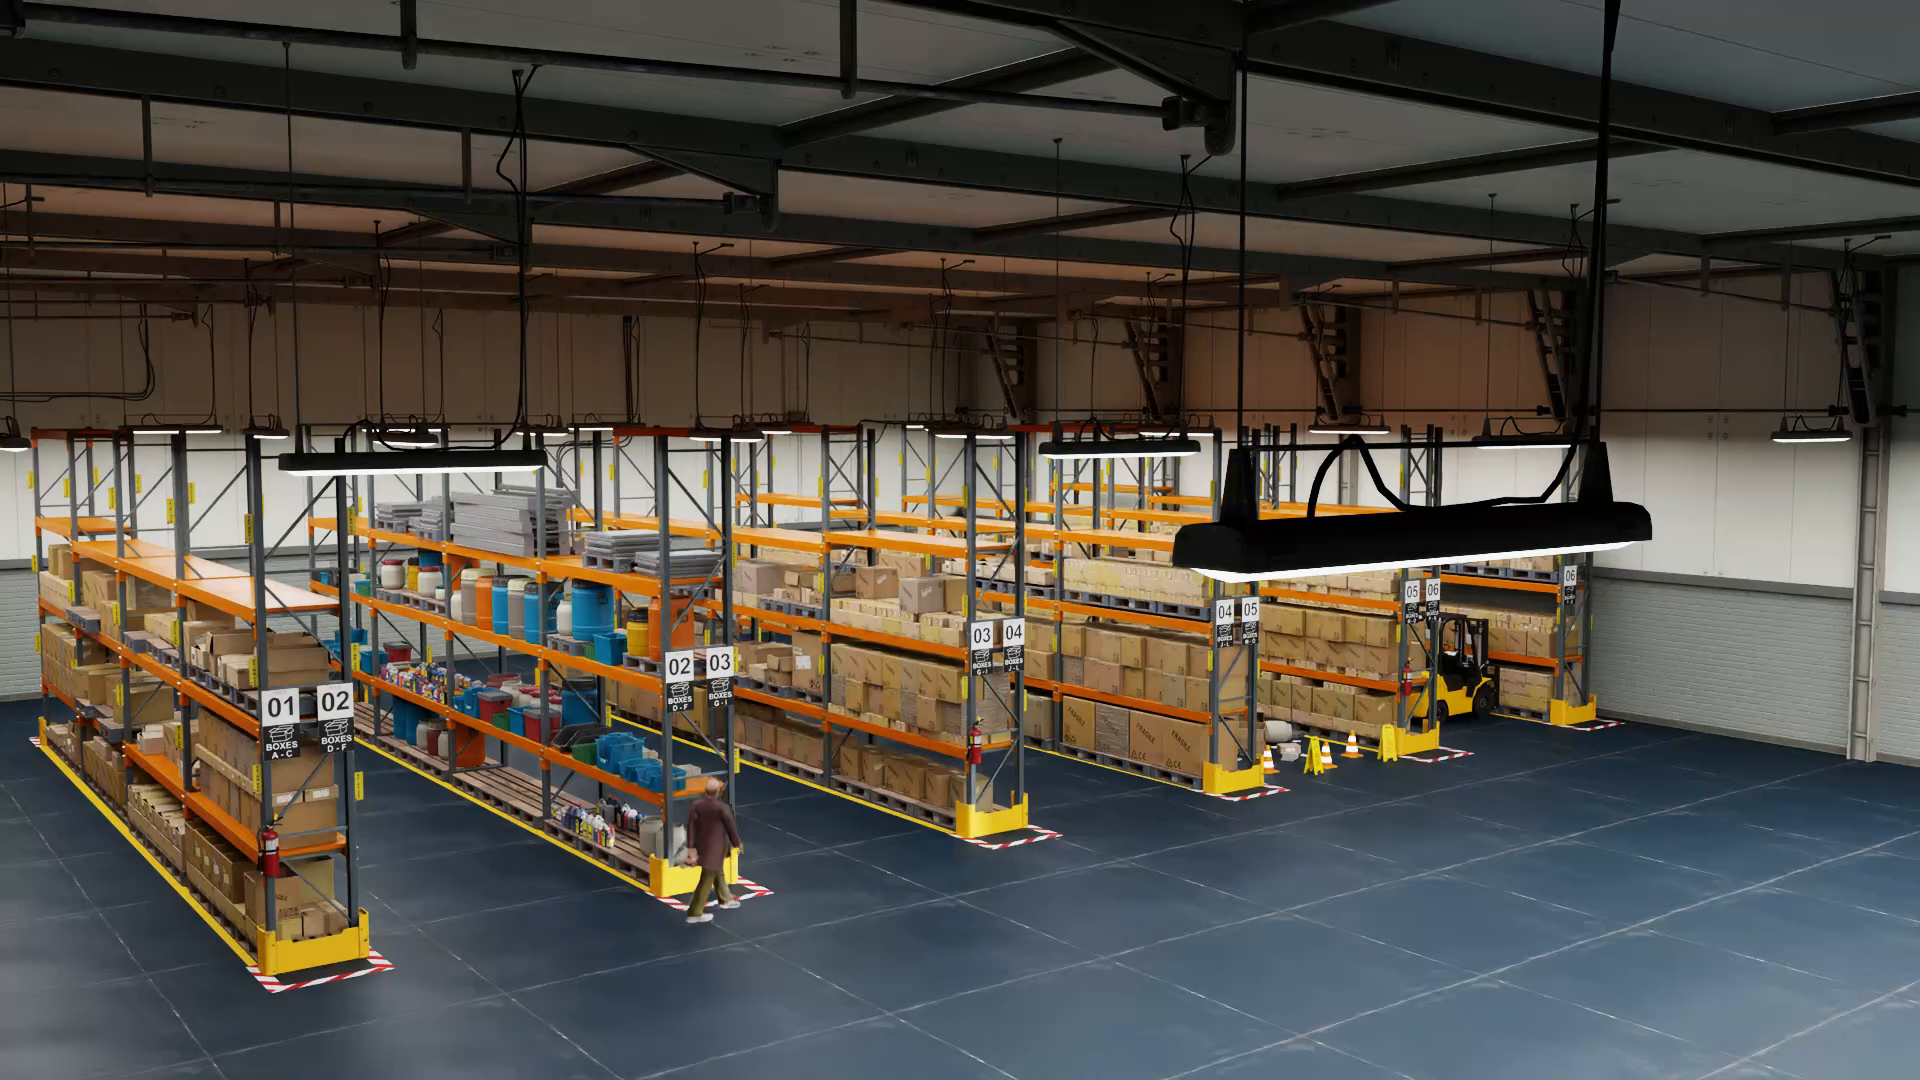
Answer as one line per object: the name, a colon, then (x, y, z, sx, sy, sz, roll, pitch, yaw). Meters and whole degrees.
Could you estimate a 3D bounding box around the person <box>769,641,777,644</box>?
person: (-3.706, 2.859, 33.361, 0.513, 1.682, 0.421, 0, 4, -3)

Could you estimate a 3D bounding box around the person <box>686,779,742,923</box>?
person: (-2.997, 3.812, 20.591, 0.567, 1.750, 1.003, 4, 6, 42)
